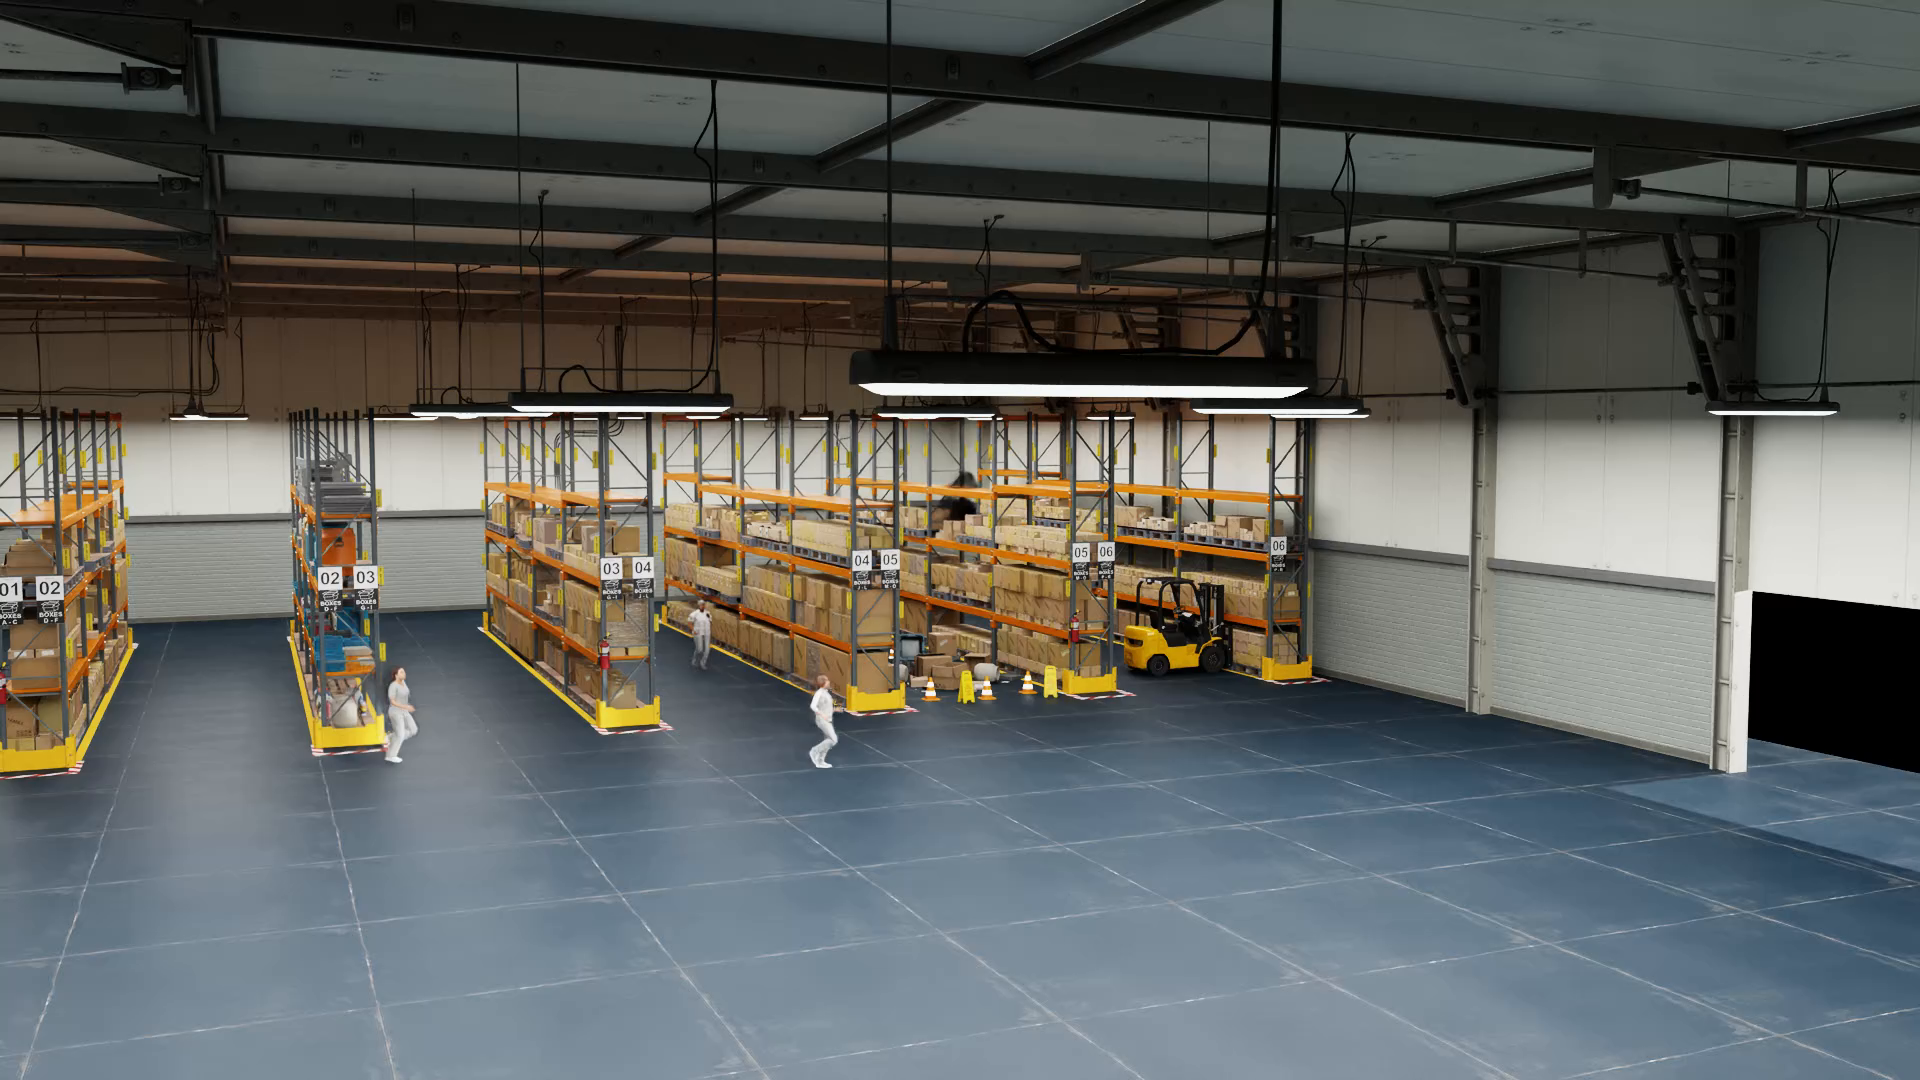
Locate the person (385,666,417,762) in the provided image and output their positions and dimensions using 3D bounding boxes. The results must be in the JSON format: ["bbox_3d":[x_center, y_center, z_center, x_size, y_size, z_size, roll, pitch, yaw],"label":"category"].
[{"bbox_3d":[-9.485,2.943,28.206,0.618,1.631,0.595,1,4,11],"label":"person"}]

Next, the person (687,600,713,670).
[{"bbox_3d":[-5.981,2.205,38.617,0.599,1.621,0.557,-2,5,-30],"label":"person"}]

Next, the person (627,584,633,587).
[{"bbox_3d":[-9.754,1.552,47.988,0.708,1.595,0.571,1,4,19],"label":"person"}]

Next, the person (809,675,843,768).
[{"bbox_3d":[-2.226,3.017,27.570,0.546,1.541,0.532,0,4,4],"label":"person"}]
